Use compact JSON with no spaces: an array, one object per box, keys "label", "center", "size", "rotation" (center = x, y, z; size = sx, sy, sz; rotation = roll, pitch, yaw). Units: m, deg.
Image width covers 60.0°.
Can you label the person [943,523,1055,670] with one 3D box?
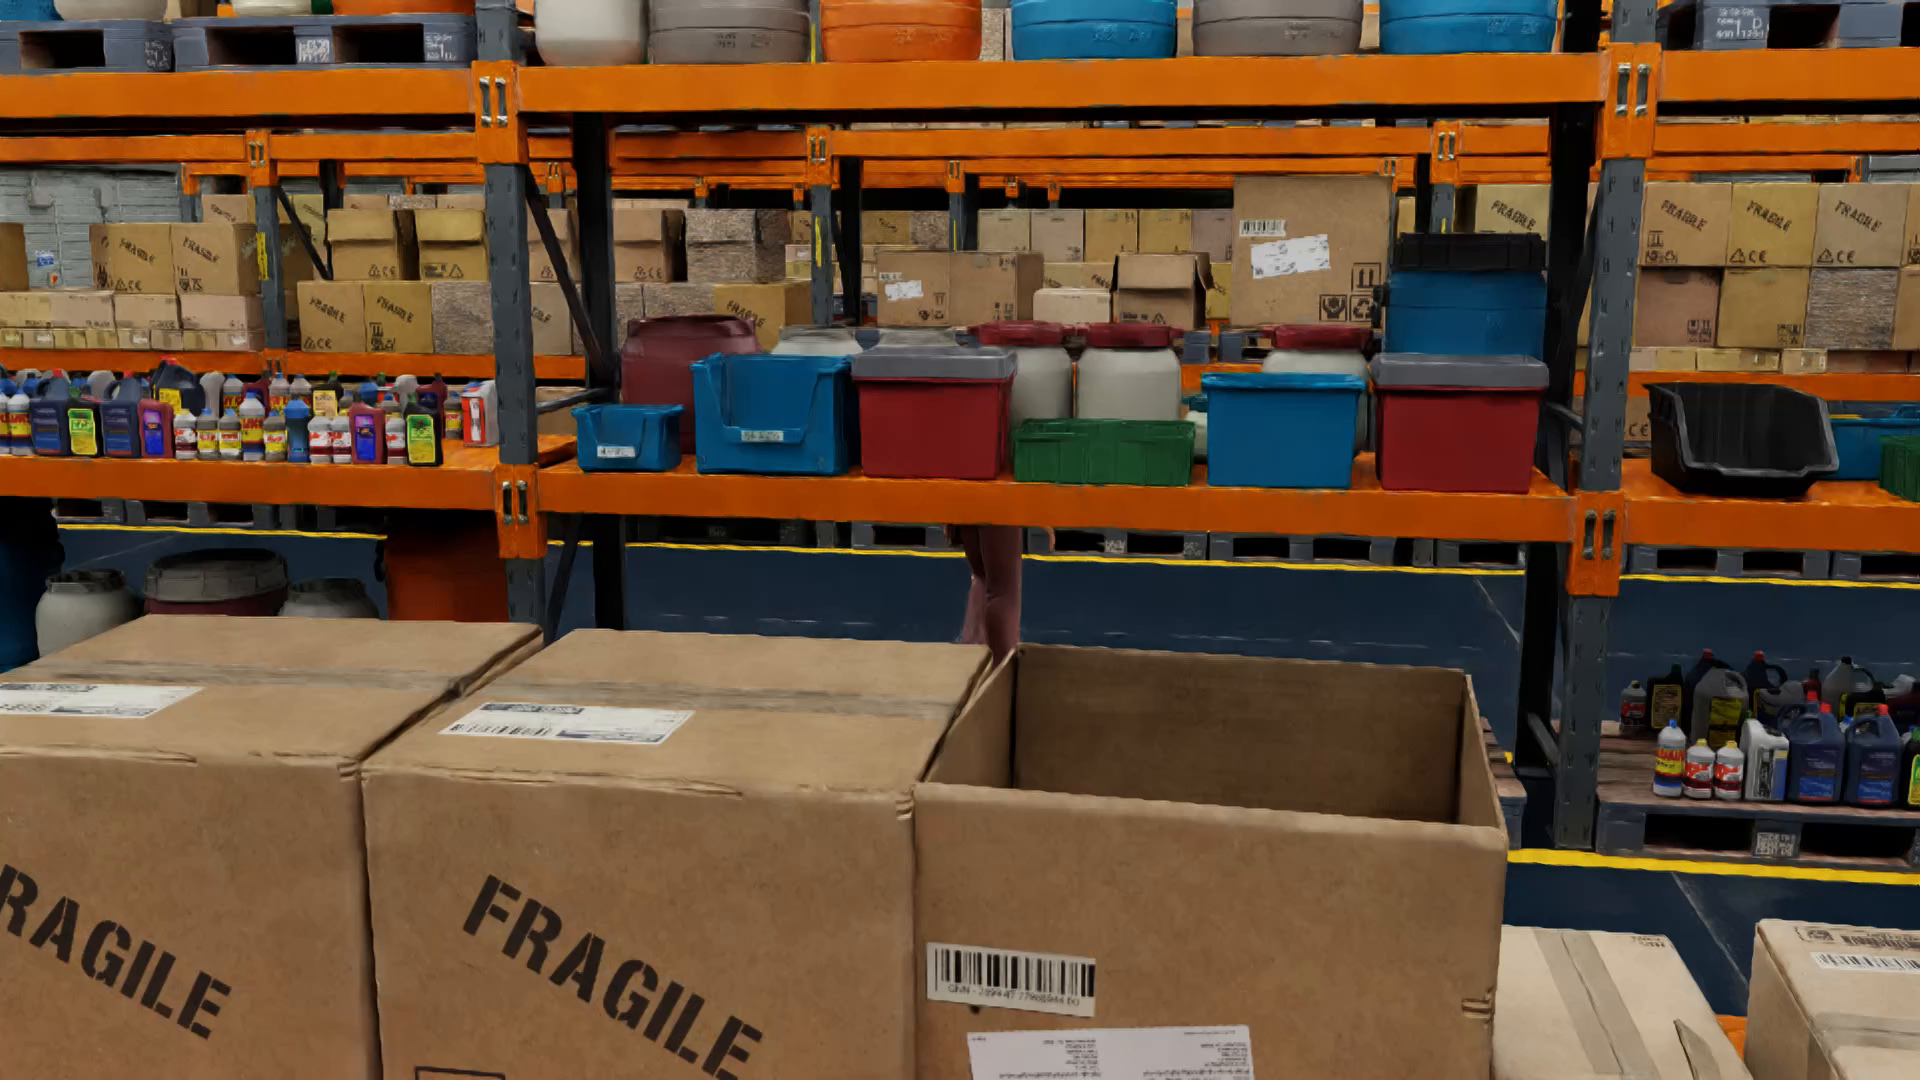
[{"label":"person","center":[0.177,-0.091,7.876],"size":[0.383,1.683,0.572],"rotation":[-11,15,-43]}]
